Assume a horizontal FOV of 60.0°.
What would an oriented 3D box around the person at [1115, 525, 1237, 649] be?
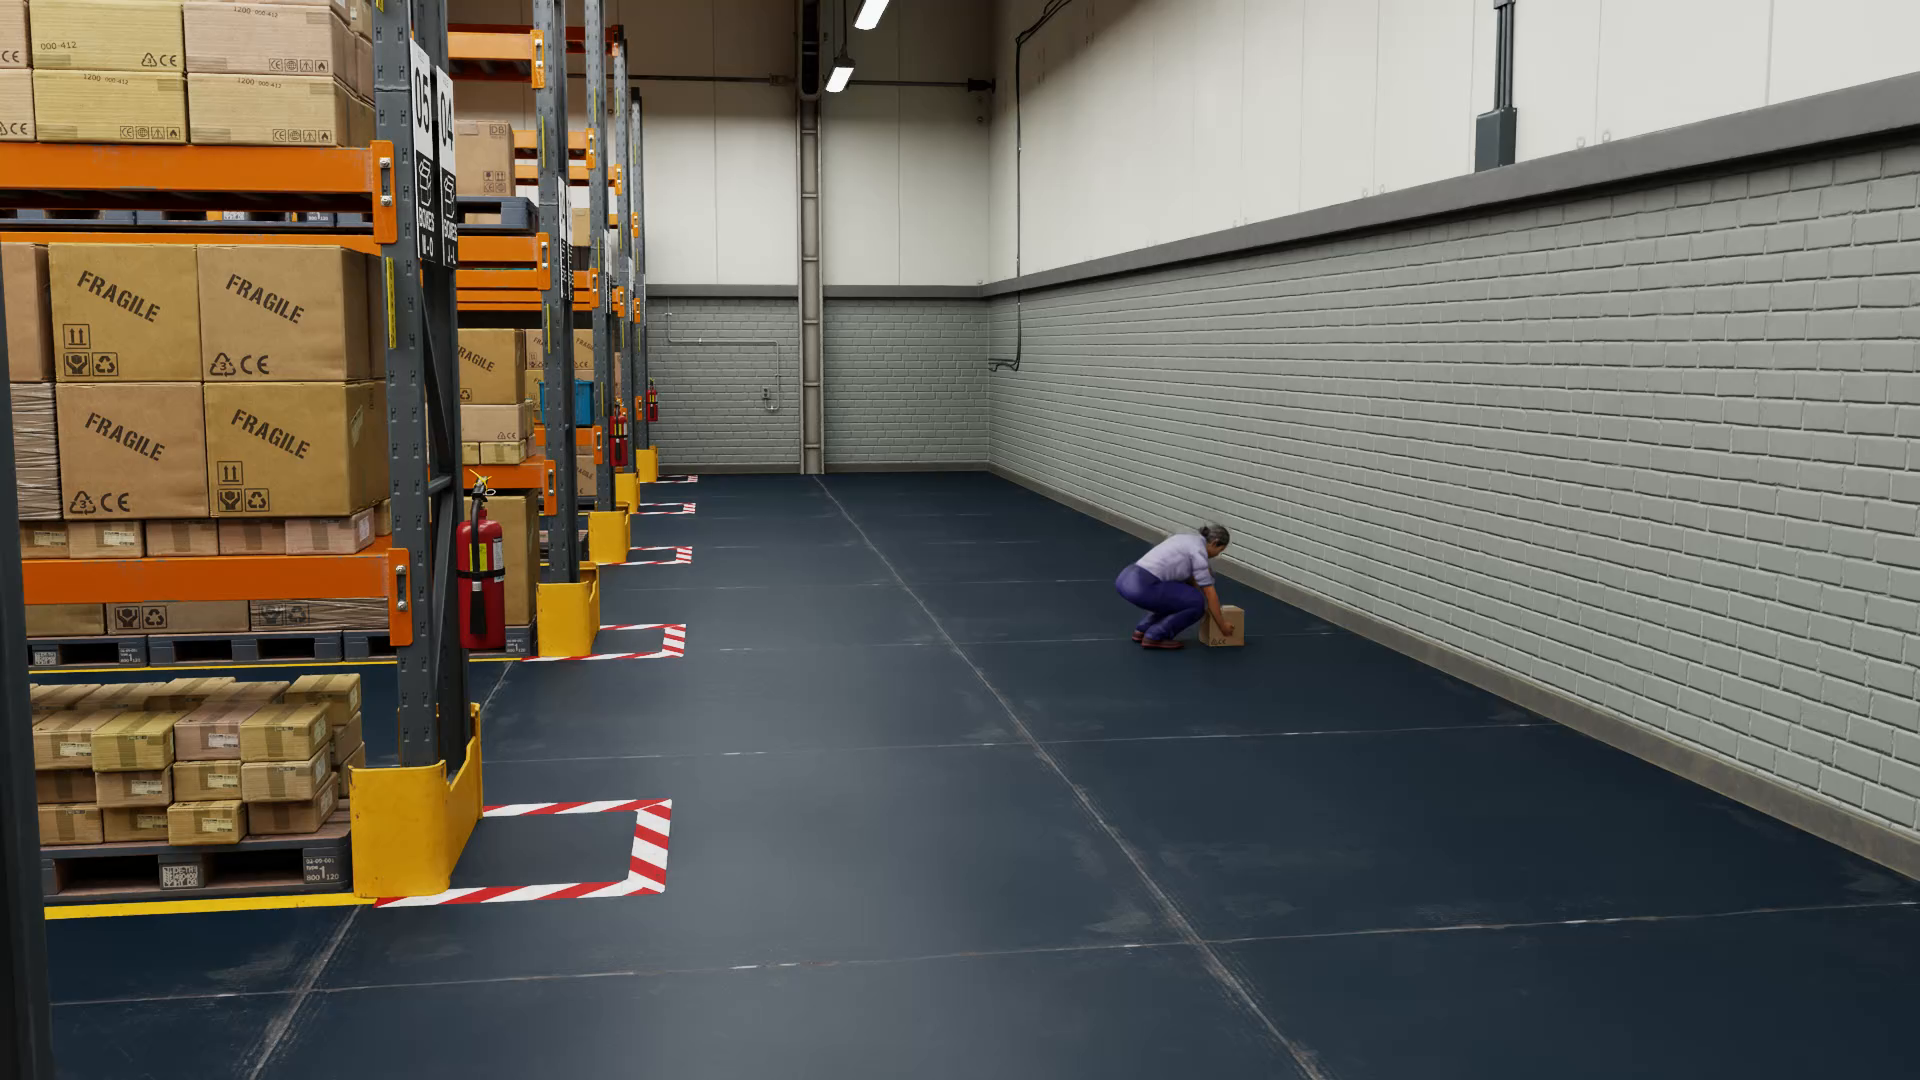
[{"bbox_3d":[1.506,0.329,11.663,0.824,0.830,0.523,-1,7,-9],"label":"person"}]
